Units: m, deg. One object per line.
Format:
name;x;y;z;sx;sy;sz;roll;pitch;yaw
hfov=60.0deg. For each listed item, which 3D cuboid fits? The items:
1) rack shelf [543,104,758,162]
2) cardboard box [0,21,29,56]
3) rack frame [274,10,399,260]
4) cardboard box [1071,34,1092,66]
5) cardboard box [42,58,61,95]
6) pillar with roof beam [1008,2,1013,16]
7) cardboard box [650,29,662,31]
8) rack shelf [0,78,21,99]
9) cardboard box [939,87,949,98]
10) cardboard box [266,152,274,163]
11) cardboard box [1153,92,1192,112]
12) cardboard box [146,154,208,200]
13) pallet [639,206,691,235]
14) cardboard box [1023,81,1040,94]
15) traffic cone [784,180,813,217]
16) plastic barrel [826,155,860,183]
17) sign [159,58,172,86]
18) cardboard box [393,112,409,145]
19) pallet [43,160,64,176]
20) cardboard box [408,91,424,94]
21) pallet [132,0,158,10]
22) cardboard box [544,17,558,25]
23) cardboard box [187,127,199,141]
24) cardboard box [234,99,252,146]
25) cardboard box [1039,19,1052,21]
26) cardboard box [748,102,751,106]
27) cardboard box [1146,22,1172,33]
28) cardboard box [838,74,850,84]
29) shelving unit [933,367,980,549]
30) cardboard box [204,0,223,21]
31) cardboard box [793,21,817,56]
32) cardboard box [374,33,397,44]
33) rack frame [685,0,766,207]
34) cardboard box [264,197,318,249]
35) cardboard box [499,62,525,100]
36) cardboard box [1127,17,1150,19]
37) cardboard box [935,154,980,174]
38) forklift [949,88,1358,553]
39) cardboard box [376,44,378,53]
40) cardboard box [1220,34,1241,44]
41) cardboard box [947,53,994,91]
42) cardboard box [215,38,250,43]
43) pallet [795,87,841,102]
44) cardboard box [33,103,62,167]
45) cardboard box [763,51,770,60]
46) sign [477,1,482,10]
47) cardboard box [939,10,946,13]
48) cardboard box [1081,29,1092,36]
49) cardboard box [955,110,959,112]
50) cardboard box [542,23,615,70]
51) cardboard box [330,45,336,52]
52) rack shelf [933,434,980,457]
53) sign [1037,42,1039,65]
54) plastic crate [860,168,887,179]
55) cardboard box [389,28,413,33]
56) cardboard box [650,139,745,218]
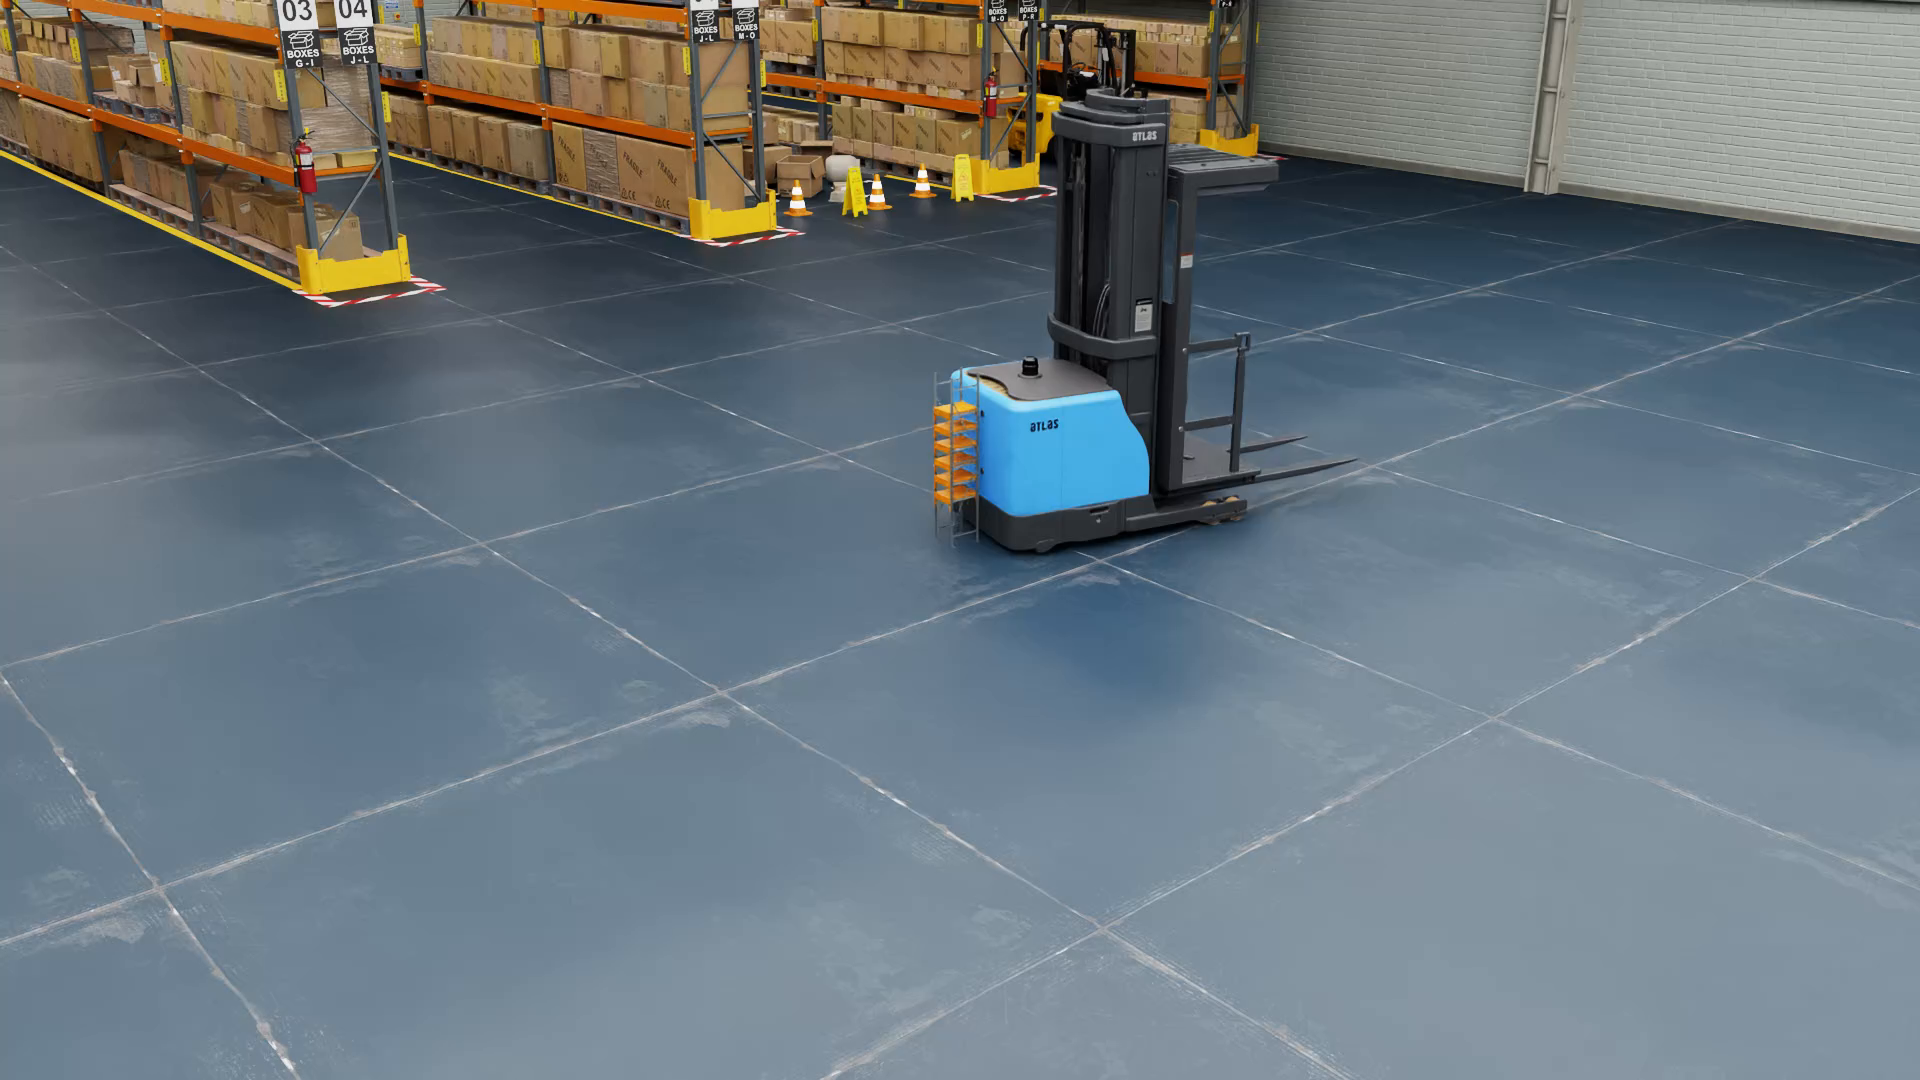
rack shelf;-4.273;-5.642;22.762;1.077;0.370;4.000;-17;27;-37
cardboard box;-15.127;-8.068;26.739;0.500;0.500;0.500;-16;27;-36
rack frame;-6.791;-4.271;18.276;1.000;3.000;0.127;-17;27;-37
cardboard box;2.308;-8.640;29.293;0.500;0.500;0.500;-17;27;-37
cardboard box;-13.517;-7.028;25.178;0.500;0.500;0.500;-17;27;-36
pillar with roof beam;-2.475;-11.646;28.880;9.100;9.000;0.400;-17;27;-37
cardboard box;-5.352;-9.218;30.426;0.500;0.250;0.500;-18;28;-39
rack shelf;-15.930;-7.804;28.283;1.077;0.370;4.000;-17;27;-37
cardboard box;-0.090;-6.685;24.784;0.380;0.149;0.250;-18;28;-38
cardboard box;-7.650;-4.383;18.905;0.380;0.149;0.250;-17;27;-37
cardboard box;3.600;-7.387;28.054;0.500;0.250;0.500;-17;27;-36
cardboard box;-10.814;-5.037;23.056;0.700;0.500;0.500;-15;26;-33
pallet;-3.549;-4.328;22.245;1.003;0.211;1.213;-17;27;-37
cardboard box;1.514;-8.150;30.858;0.875;0.625;0.625;-16;26;-35
traffic cone;-2.239;-4.728;22.920;0.336;0.463;0.334;-17;27;-37
plastic barrel;-1.779;-5.641;25.306;0.512;0.421;0.421;0;21;-1
sign;-9.820;-5.782;20.547;0.100;0.325;0.005;-17;27;-37
cardboard box;-9.153;-6.930;27.916;0.500;0.500;0.500;-16;27;-35
pallet;-14.064;-6.093;26.751;1.003;0.211;1.213;-17;27;-37
cardboard box;-9.101;-7.543;28.454;0.500;0.250;0.500;-17;27;-37
pallet;-9.725;-6.882;21.085;1.213;0.211;1.003;-17;27;-37
cardboard box;-7.953;-10.201;33.278;0.500;0.500;0.500;-18;28;-39
cardboard box;-9.336;-5.056;20.625;0.380;0.149;0.250;-17;27;-37
cardboard box;-7.840;-4.873;19.267;0.875;0.500;0.500;-17;27;-37
cardboard box;1.661;-9.502;30.604;0.380;0.149;0.250;-19;28;-39
cardboard box;-4.145;-7.654;29.941;0.950;0.372;0.625;-20;29;-41
cardboard box;3.345;-8.608;27.913;0.380;0.149;0.250;-17;27;-36
cardboard box;-1.728;-7.398;26.603;0.380;0.149;0.250;-16;27;-36
shelving unit;-0.024;-0.551;11.246;0.258;1.200;0.189;-16;26;-34
cardboard box;-8.287;-6.089;19.011;0.500;0.250;0.500;-18;28;-38
cardboard box;-2.370;-8.189;27.159;0.500;0.500;0.500;-18;28;-38
cardboard box;-9.520;-8.299;27.514;0.380;0.149;0.250;-17;27;-37
rack frame;-2.968;-5.424;21.220;1.000;3.000;0.127;-17;27;-37
cardboard box;-7.997;-3.814;19.960;0.500;0.500;0.500;-14;26;-33
cardboard box;-6.452;-6.796;24.585;0.500;0.500;0.500;-18;28;-38
cardboard box;3.112;-9.028;28.985;0.380;0.149;0.250;-18;28;-38
cardboard box;-0.031;-5.712;25.148;0.500;0.250;0.500;-18;27;-38
forklift;1.476;-1.631;11.630;3.031;2.935;1.130;-10;24;-24
cardboard box;-9.530;-8.164;27.575;0.380;0.149;0.250;-18;27;-38
cardboard box;4.449;-8.317;27.580;0.380;0.149;0.250;-18;28;-39
cardboard box;0.153;-6.900;24.443;0.500;0.500;0.500;-18;28;-38
cardboard box;-8.900;-5.968;20.693;0.500;0.500;0.500;-17;27;-37
pallet;-2.799;-9.614;35.742;1.003;0.211;1.213;-17;27;-37
cardboard box;-13.607;-6.374;25.983;1.225;0.875;0.875;-19;28;-39
cardboard box;-3.095;-8.176;28.014;0.380;0.149;0.250;-17;27;-37
sign;-10.152;-11.361;35.081;0.100;0.325;0.005;-17;27;-37
cardboard box;-0.382;-10.330;32.719;0.380;0.149;0.250;-16;27;-36
cardboard box;2.338;-8.894;29.052;0.380;0.149;0.250;-17;27;-36
cardboard box;-0.283;-6.474;26.066;0.500;0.500;0.500;-17;27;-36
cardboard box;-5.364;-6.992;23.536;0.875;0.550;0.550;-17;27;-37
cardboard box;-10.707;-8.525;28.904;0.380;0.149;0.250;-17;27;-37
rack shelf;-0.024;-0.621;11.218;0.258;0.103;0.180;-16;26;-34
sign;1.127;-7.163;24.472;0.100;0.325;0.005;-17;27;-37
plastic crate;-1.491;-5.747;26.048;0.583;0.080;0.402;12;24;27
cardboard box;-9.541;-8.670;28.461;0.380;0.149;0.250;-19;28;-40
cardboard box;-3.460;-4.802;21.969;0.875;0.875;0.875;-17;27;-37
